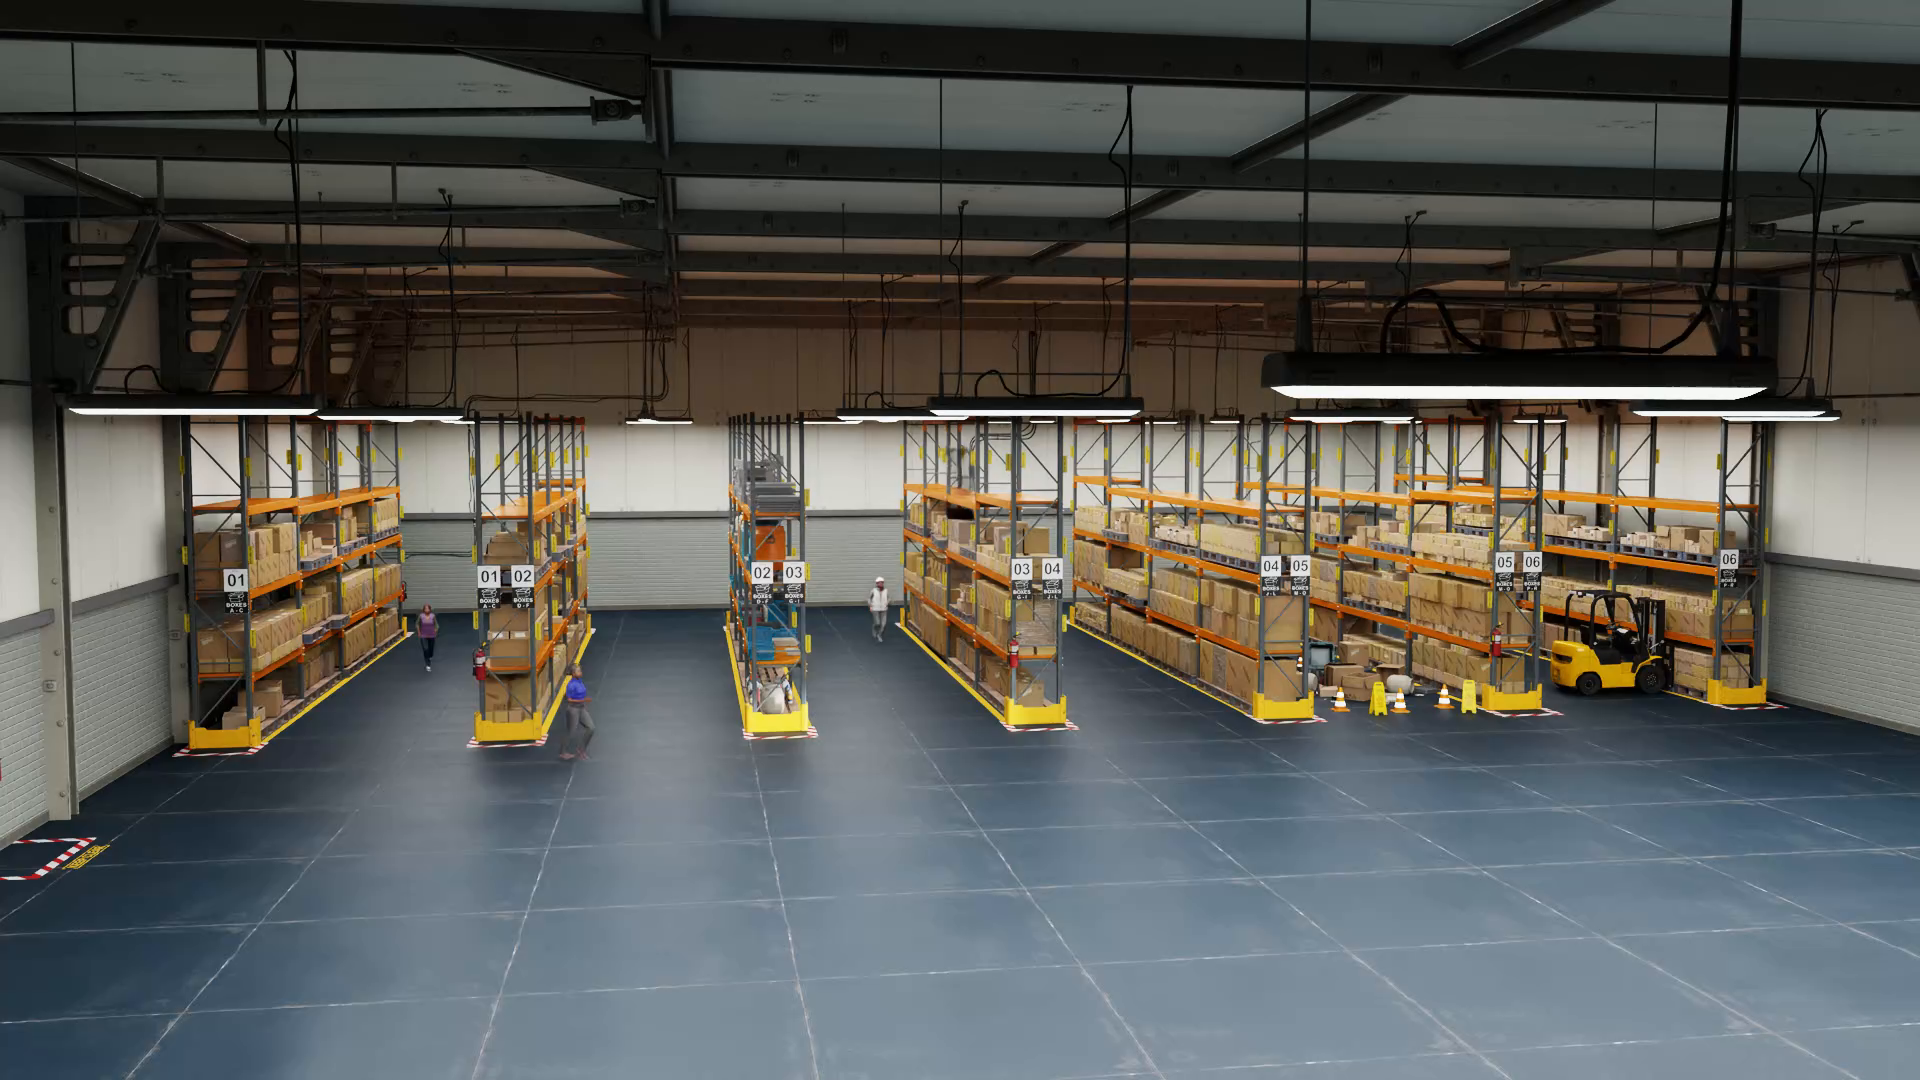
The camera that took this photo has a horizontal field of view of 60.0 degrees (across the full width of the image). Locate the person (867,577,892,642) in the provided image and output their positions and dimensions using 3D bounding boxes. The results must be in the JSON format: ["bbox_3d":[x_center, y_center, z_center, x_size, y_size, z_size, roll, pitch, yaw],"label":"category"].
[{"bbox_3d":[-2.123,1.856,44.188,0.653,1.723,0.574,-1,4,-14],"label":"person"}]

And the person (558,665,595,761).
[{"bbox_3d":[-6.546,2.976,28.434,0.717,1.692,0.550,1,4,19],"label":"person"}]

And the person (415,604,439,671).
[{"bbox_3d":[-12.571,2.286,39.230,0.526,1.572,0.736,-1,4,-20],"label":"person"}]
